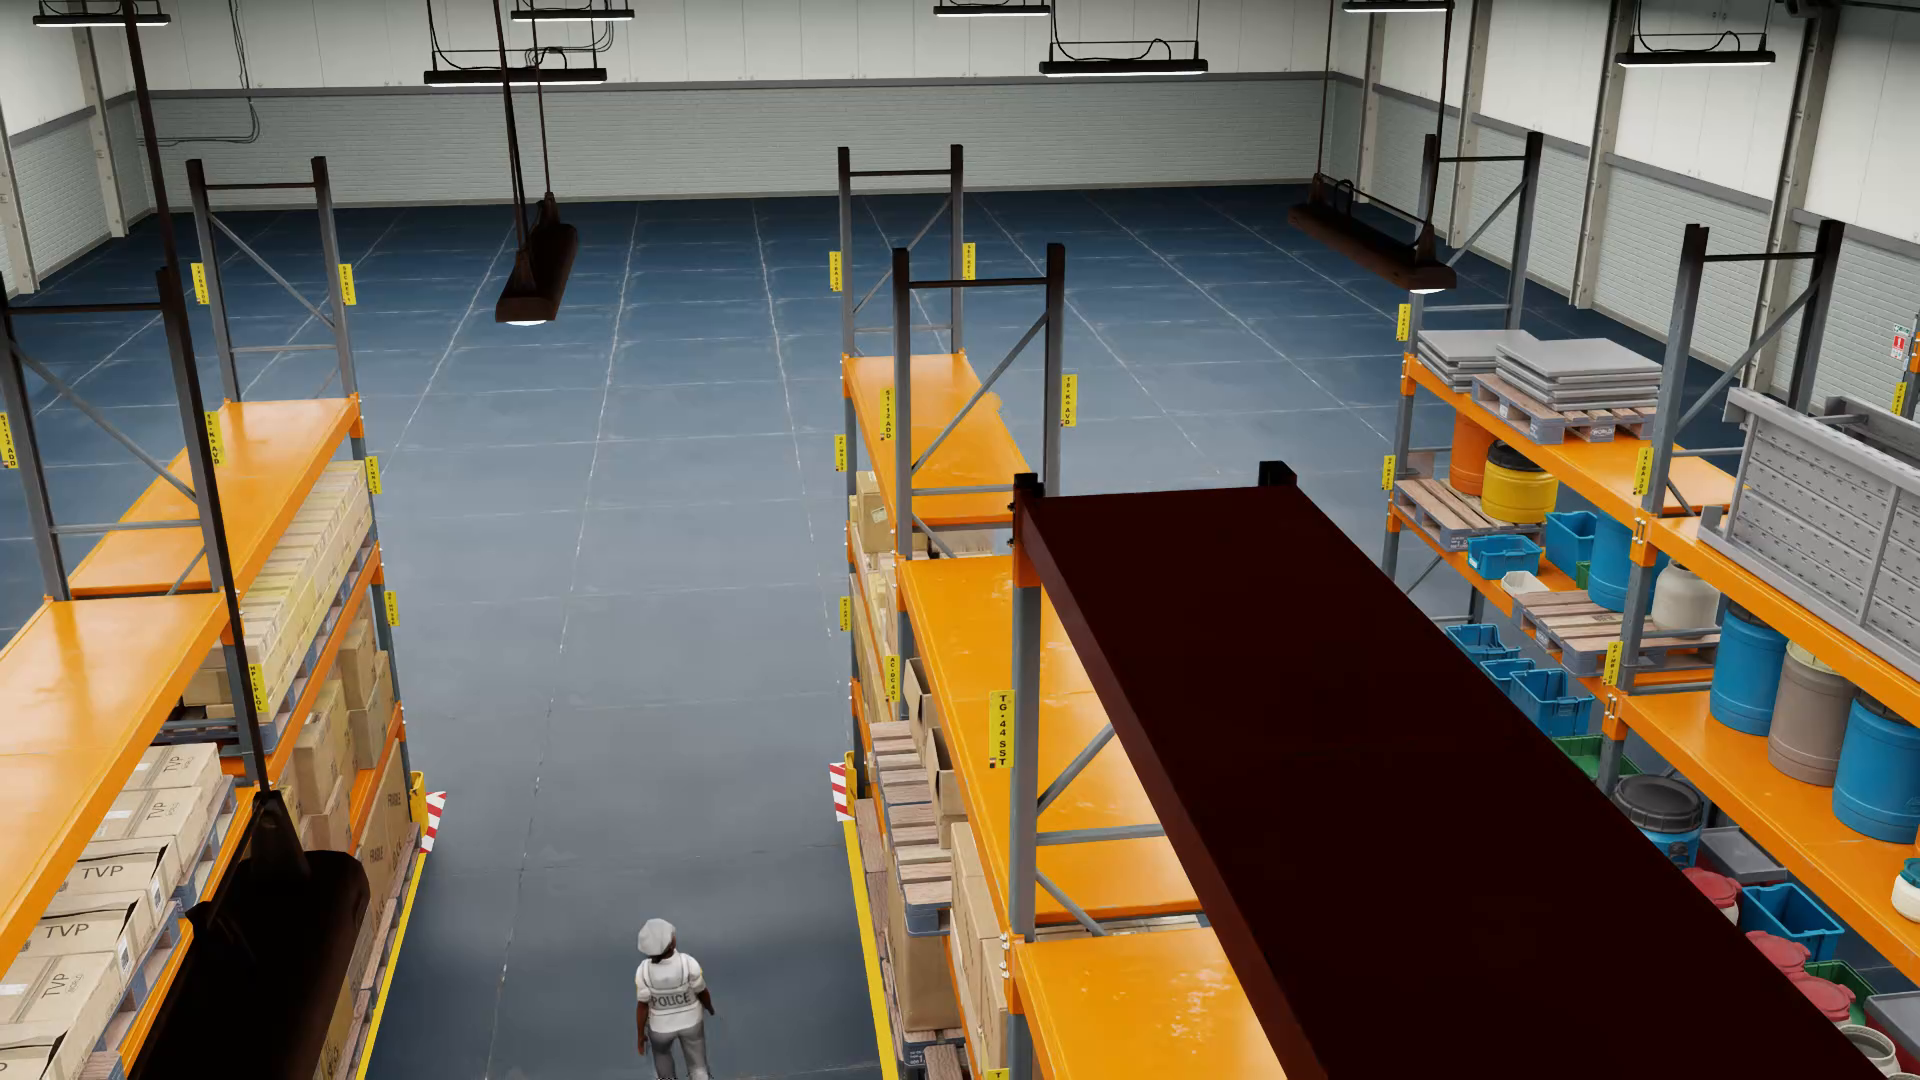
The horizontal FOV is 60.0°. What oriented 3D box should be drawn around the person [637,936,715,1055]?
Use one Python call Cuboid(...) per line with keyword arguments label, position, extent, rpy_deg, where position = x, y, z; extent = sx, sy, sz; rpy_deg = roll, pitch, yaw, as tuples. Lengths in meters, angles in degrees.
Cuboid(label="person", position=(-1.915, 2.976, 11.134), extent=(0.558, 0.999, 0.369), rpy_deg=(-9, 23, -21))
